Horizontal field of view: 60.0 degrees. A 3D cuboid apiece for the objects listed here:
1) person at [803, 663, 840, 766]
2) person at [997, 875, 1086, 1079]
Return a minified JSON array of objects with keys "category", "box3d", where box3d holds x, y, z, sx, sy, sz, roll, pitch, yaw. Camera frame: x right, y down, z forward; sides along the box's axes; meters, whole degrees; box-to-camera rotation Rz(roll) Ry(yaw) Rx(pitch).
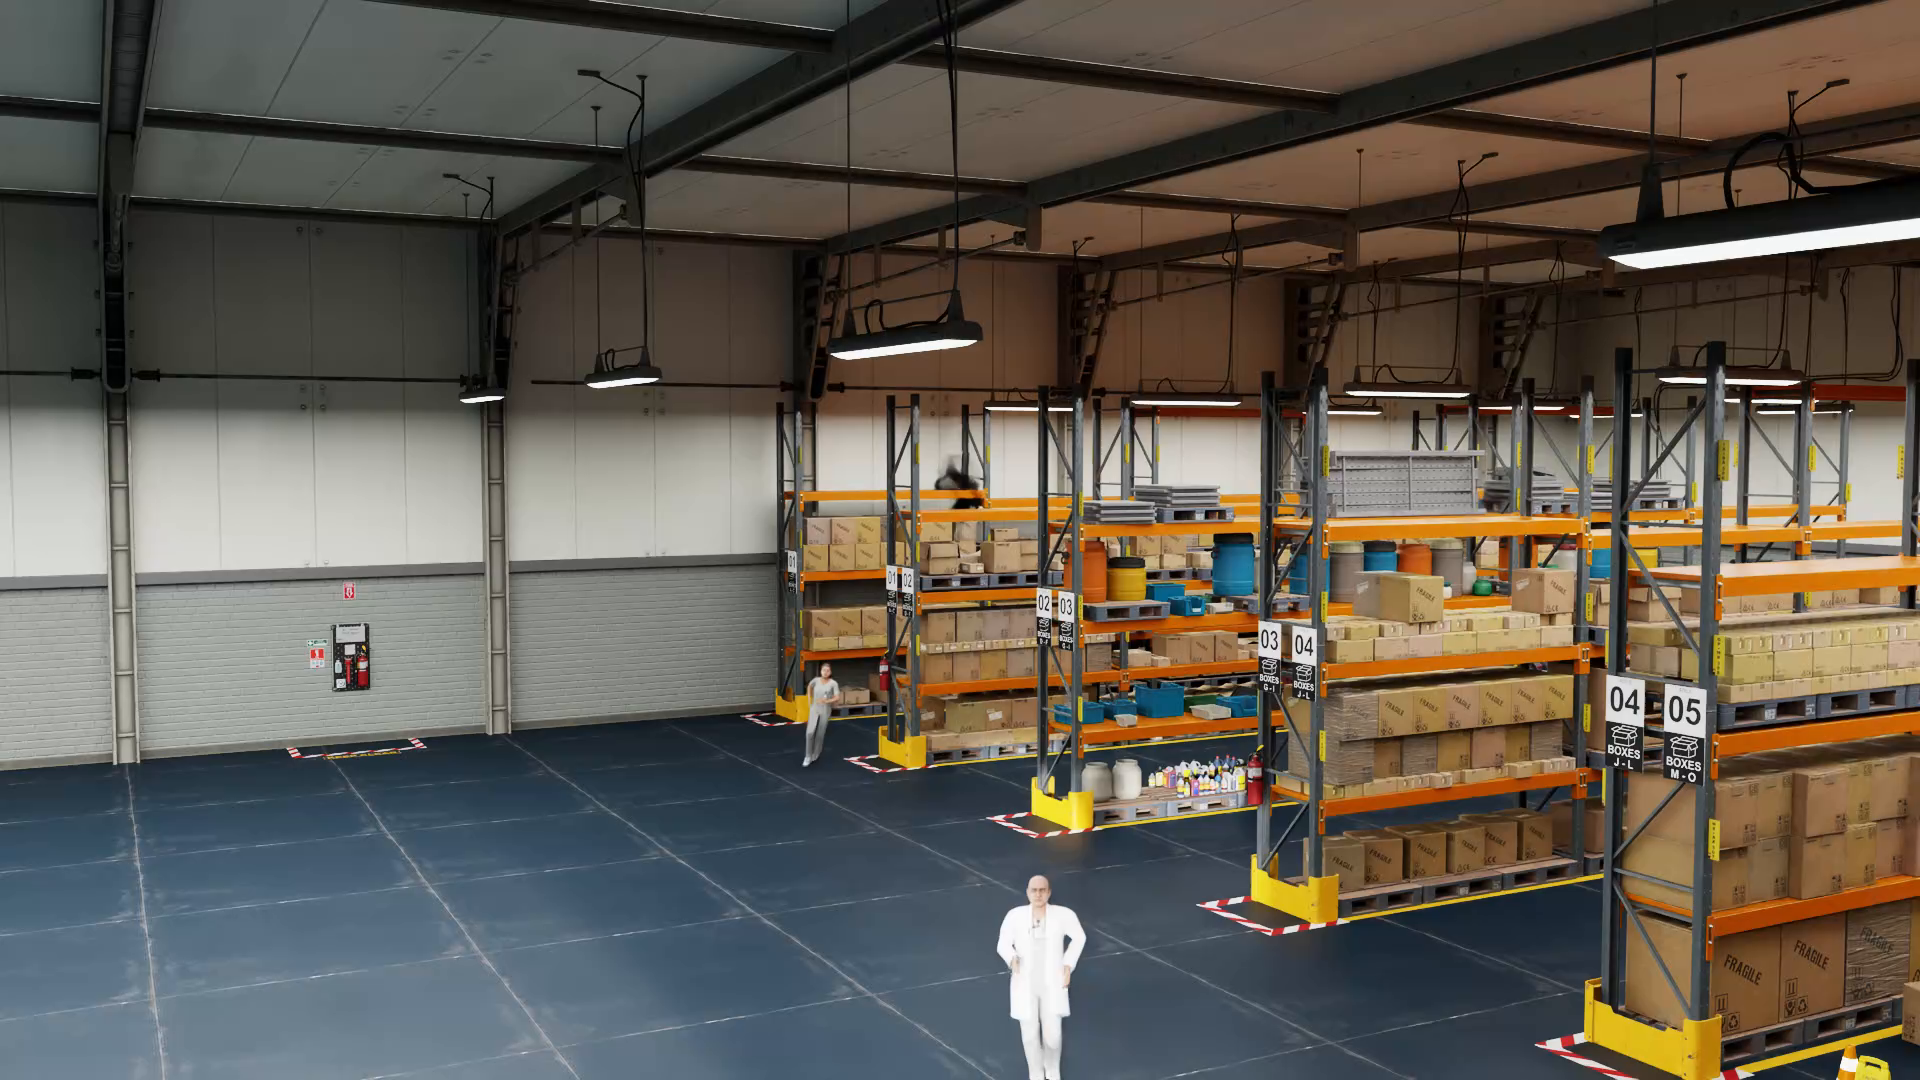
[{"category":"person","box3d":[-2.236,2.826,26.986,0.600,1.695,0.658,0,3,2]},{"category":"person","box3d":[0.630,3.540,13.135,0.697,1.741,0.639,0,3,7]}]
